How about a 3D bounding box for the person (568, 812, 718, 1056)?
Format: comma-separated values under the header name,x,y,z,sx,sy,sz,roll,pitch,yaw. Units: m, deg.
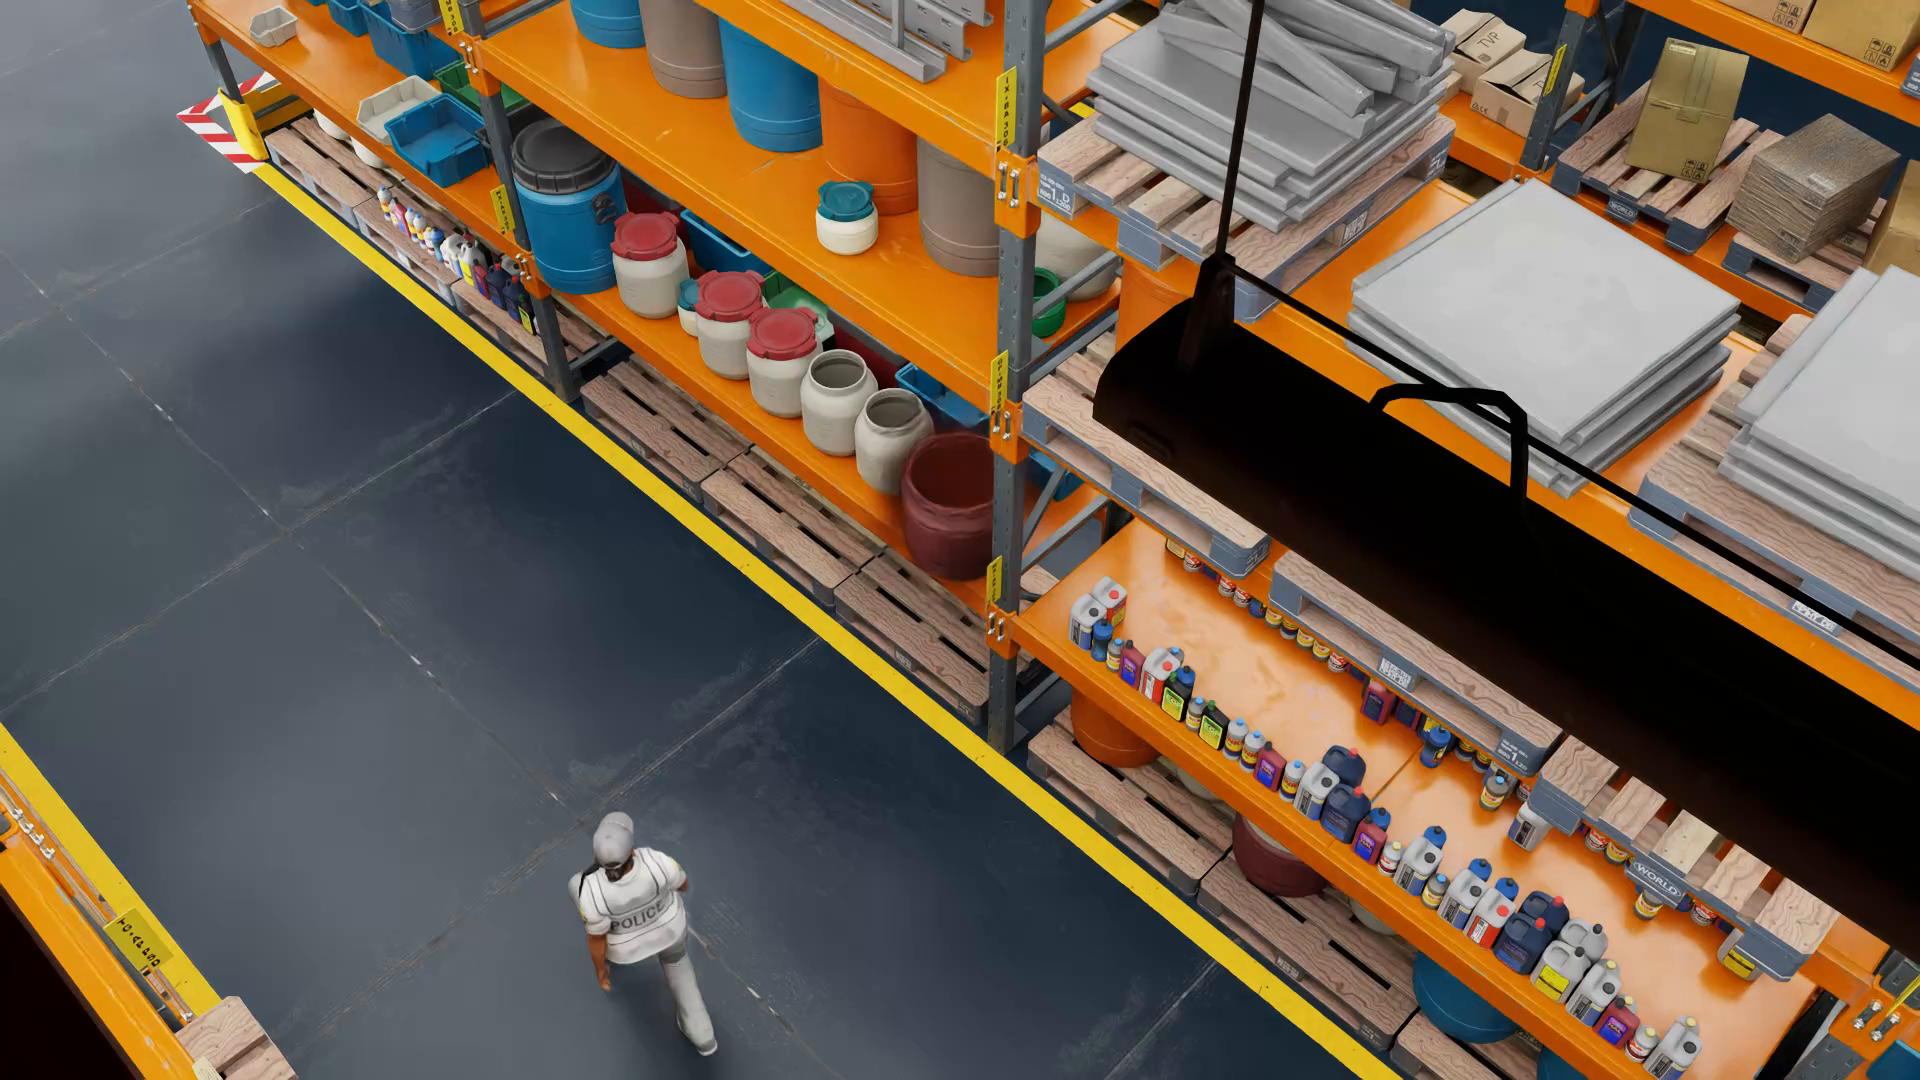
name,x,y,z,sx,sy,sz,roll,pitch,yaw
person,-1.496,1.707,7.682,0.552,1.429,1.034,-23,54,-18
